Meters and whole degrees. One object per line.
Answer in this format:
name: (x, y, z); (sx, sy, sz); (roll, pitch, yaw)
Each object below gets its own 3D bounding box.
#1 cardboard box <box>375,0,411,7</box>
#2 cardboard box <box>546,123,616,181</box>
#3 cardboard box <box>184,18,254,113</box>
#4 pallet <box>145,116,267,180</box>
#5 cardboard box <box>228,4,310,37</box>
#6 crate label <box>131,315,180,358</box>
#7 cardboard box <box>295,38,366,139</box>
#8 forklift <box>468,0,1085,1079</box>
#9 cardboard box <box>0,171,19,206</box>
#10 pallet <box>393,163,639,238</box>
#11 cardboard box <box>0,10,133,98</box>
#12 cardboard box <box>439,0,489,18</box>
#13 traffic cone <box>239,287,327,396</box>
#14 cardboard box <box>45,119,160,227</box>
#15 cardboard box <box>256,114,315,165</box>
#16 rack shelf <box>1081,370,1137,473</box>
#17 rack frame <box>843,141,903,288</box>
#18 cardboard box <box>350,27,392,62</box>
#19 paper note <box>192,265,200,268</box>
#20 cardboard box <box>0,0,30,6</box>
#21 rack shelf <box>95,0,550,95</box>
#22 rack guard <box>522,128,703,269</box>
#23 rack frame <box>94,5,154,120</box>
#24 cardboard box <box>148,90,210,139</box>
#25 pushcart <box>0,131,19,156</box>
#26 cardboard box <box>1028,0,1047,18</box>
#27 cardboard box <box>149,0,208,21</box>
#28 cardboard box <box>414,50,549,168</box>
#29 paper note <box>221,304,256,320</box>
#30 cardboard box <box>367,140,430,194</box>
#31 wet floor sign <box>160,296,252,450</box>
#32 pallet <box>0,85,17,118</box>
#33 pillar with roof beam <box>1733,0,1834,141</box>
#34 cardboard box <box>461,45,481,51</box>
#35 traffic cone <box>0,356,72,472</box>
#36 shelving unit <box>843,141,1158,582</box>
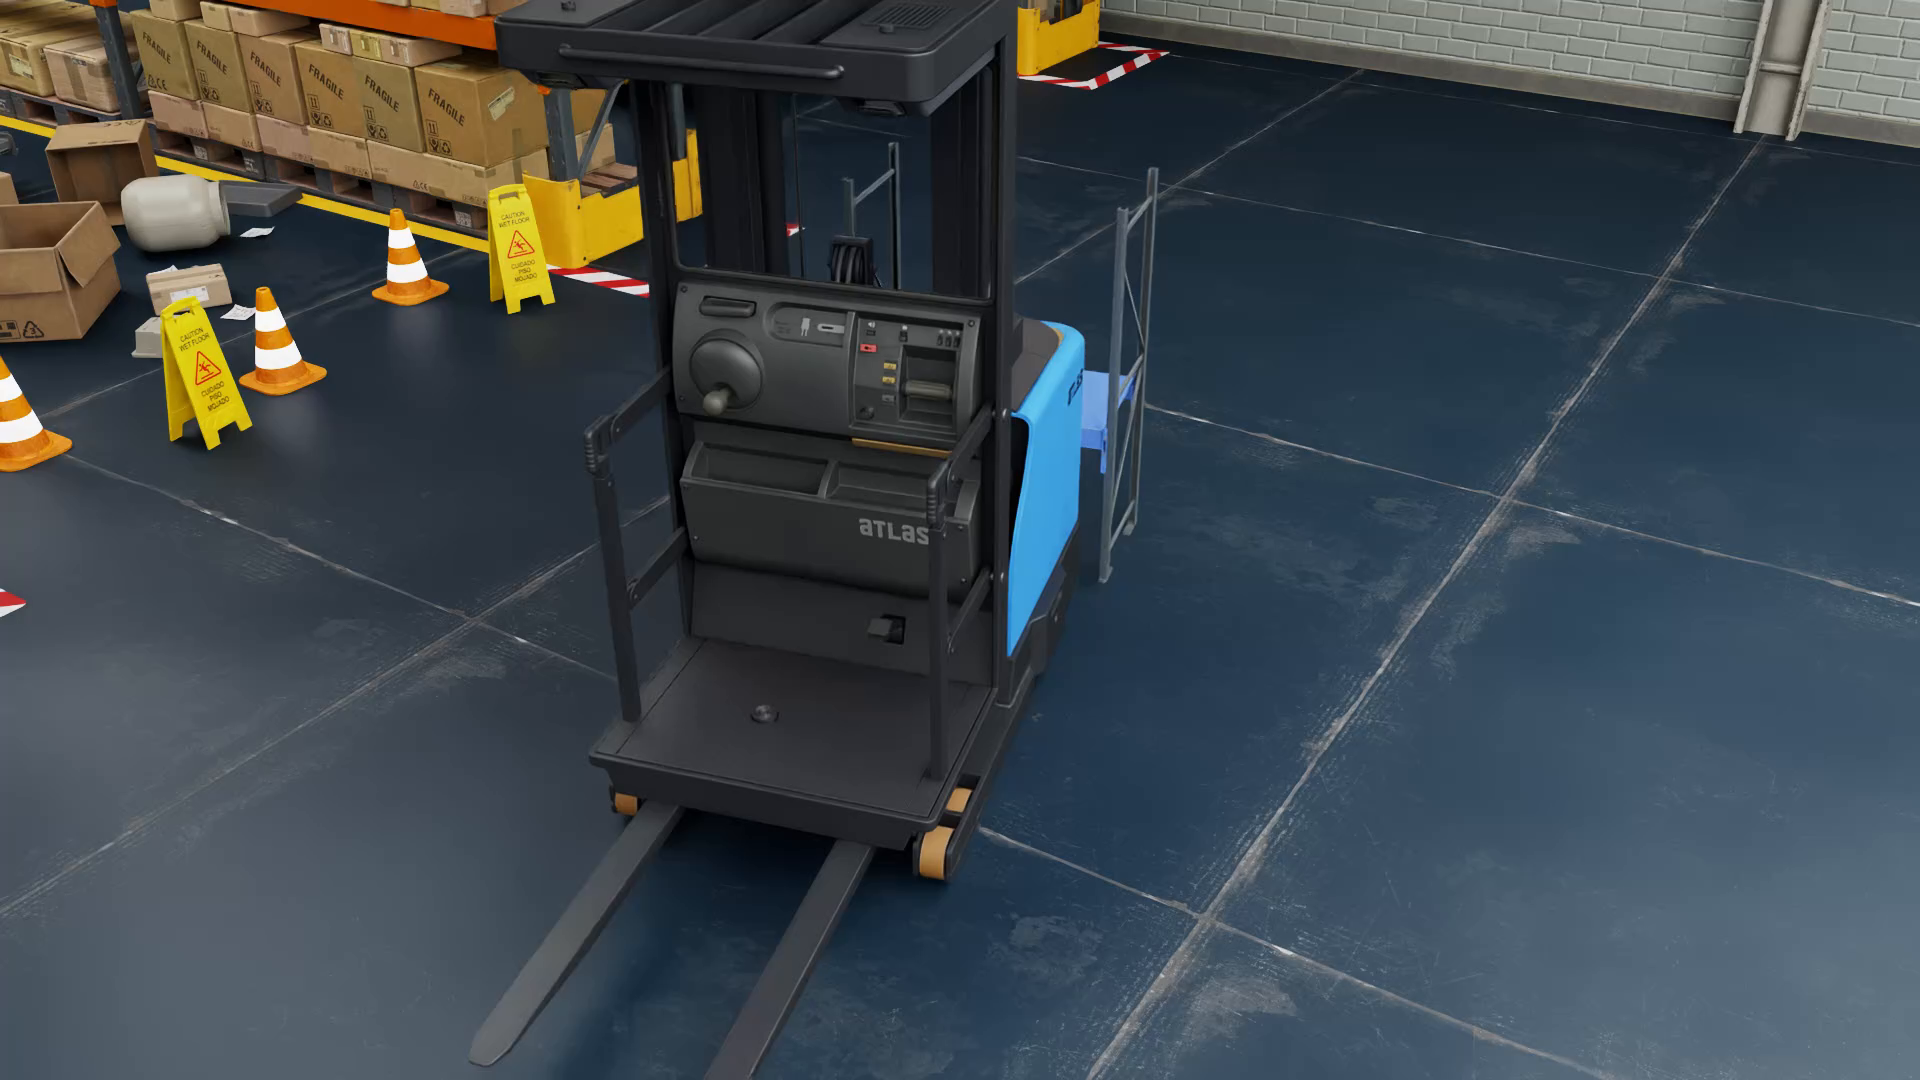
cardboard box: (-3.088, -3.139, 9.402); (0.250, 0.149, 0.380); (18, 35, 28)
cardboard box: (-2.480, -2.412, 10.219); (0.500, 0.250, 0.500); (17, 34, 27)
cardboard box: (-4.516, -3.061, 10.588); (0.500, 0.500, 0.500); (19, 35, 29)
pallet: (-4.744, -2.786, 11.316); (1.213, 0.211, 1.003); (18, 35, 27)
cardboard box: (-4.236, -3.213, 10.205); (0.250, 0.149, 0.380); (20, 36, 30)
crate label: (-3.995, -1.031, 8.382); (0.298, 0.136, 0.250); (1, 30, 2)
cardboard box: (-3.628, -2.781, 10.109); (0.500, 0.500, 0.500); (17, 34, 26)
forklift: (-0.457, -0.468, 4.644); (1.130, 2.935, 3.031); (9, 31, 15)
cardboard box: (-5.574, -1.701, 9.032); (0.503, 0.637, 0.797); (18, 35, 27)
pallet: (-2.677, -2.132, 10.196); (1.213, 0.211, 1.003); (18, 35, 27)
cardboard box: (-6.388, -3.532, 12.019); (0.625, 0.372, 0.950); (20, 36, 30)
cardboard box: (-2.648, -3.005, 9.173); (0.250, 0.149, 0.380); (17, 34, 27)
traffic cone: (-3.296, -0.988, 7.984); (0.334, 0.463, 0.336); (18, 35, 27)
cardboard box: (-5.148, -2.209, 10.038); (0.500, 0.500, 0.500); (-9, 32, -15)
cardboard box: (-4.067, -2.597, 10.536); (0.500, 0.250, 0.500); (17, 34, 27)
rack shelf: (0.154, -0.532, 6.531); (1.000, 0.185, 0.538); (10, 32, 16)
rack frame: (-0.326, -0.771, 6.583); (0.032, 1.500, 0.500); (10, 32, 16)
cardboard box: (-3.319, -2.923, 9.708); (0.250, 0.149, 0.380); (18, 35, 28)
paper note: (-4.277, -1.531, 9.364); (0.123, 0.001, 0.032); (18, 35, 27)
cardboard box: (-7.617, -3.923, 12.689); (0.625, 0.372, 0.950); (17, 34, 26)
rack shelf: (-3.638, -3.309, 10.159); (4.000, 0.370, 1.077); (18, 35, 27)
rack guard: (-2.008, -2.024, 9.724); (0.348, 0.500, 1.175); (18, 35, 27)
rack frame: (-5.332, -4.155, 10.896); (0.127, 3.000, 1.000); (18, 35, 27)
cardboard box: (-4.975, -2.876, 11.015); (0.500, 0.250, 0.500); (16, 34, 25)
pushcart: (-6.501, -2.036, 9.866); (0.936, 0.377, 1.648); (6, 31, 10)
cardboard box: (0.380, -4.412, 13.648); (0.500, 0.250, 0.500); (18, 35, 28)
cardboard box: (-4.902, -3.421, 10.561); (0.250, 0.149, 0.380); (18, 35, 28)
cardboard box: (-2.761, -2.505, 9.634); (0.500, 0.500, 0.500); (18, 35, 28)
paper note: (-3.803, -1.205, 8.785); (0.142, 0.019, 0.148); (6, 31, 10)
cardboard box: (-3.206, -2.321, 10.064); (0.500, 0.250, 0.500); (18, 35, 28)
wet floor sign: (-3.413, -0.764, 7.420); (0.232, 0.644, 0.267); (12, 32, 19)
pallet: (-7.029, -3.485, 12.515); (1.213, 0.211, 1.003); (18, 35, 27)
pillar with roof beam: (3.375, -4.921, 6.255); (0.400, 9.000, 9.100); (18, 35, 27)
cardboard box: (-2.946, -2.880, 10.277); (0.500, 0.500, 0.500); (16, 34, 26)
traffic cone: (-4.185, -0.597, 7.313); (0.334, 0.463, 0.336); (18, 35, 27)
shelving unit: (0.154, -0.688, 6.440); (1.048, 1.500, 0.538); (10, 32, 16)
